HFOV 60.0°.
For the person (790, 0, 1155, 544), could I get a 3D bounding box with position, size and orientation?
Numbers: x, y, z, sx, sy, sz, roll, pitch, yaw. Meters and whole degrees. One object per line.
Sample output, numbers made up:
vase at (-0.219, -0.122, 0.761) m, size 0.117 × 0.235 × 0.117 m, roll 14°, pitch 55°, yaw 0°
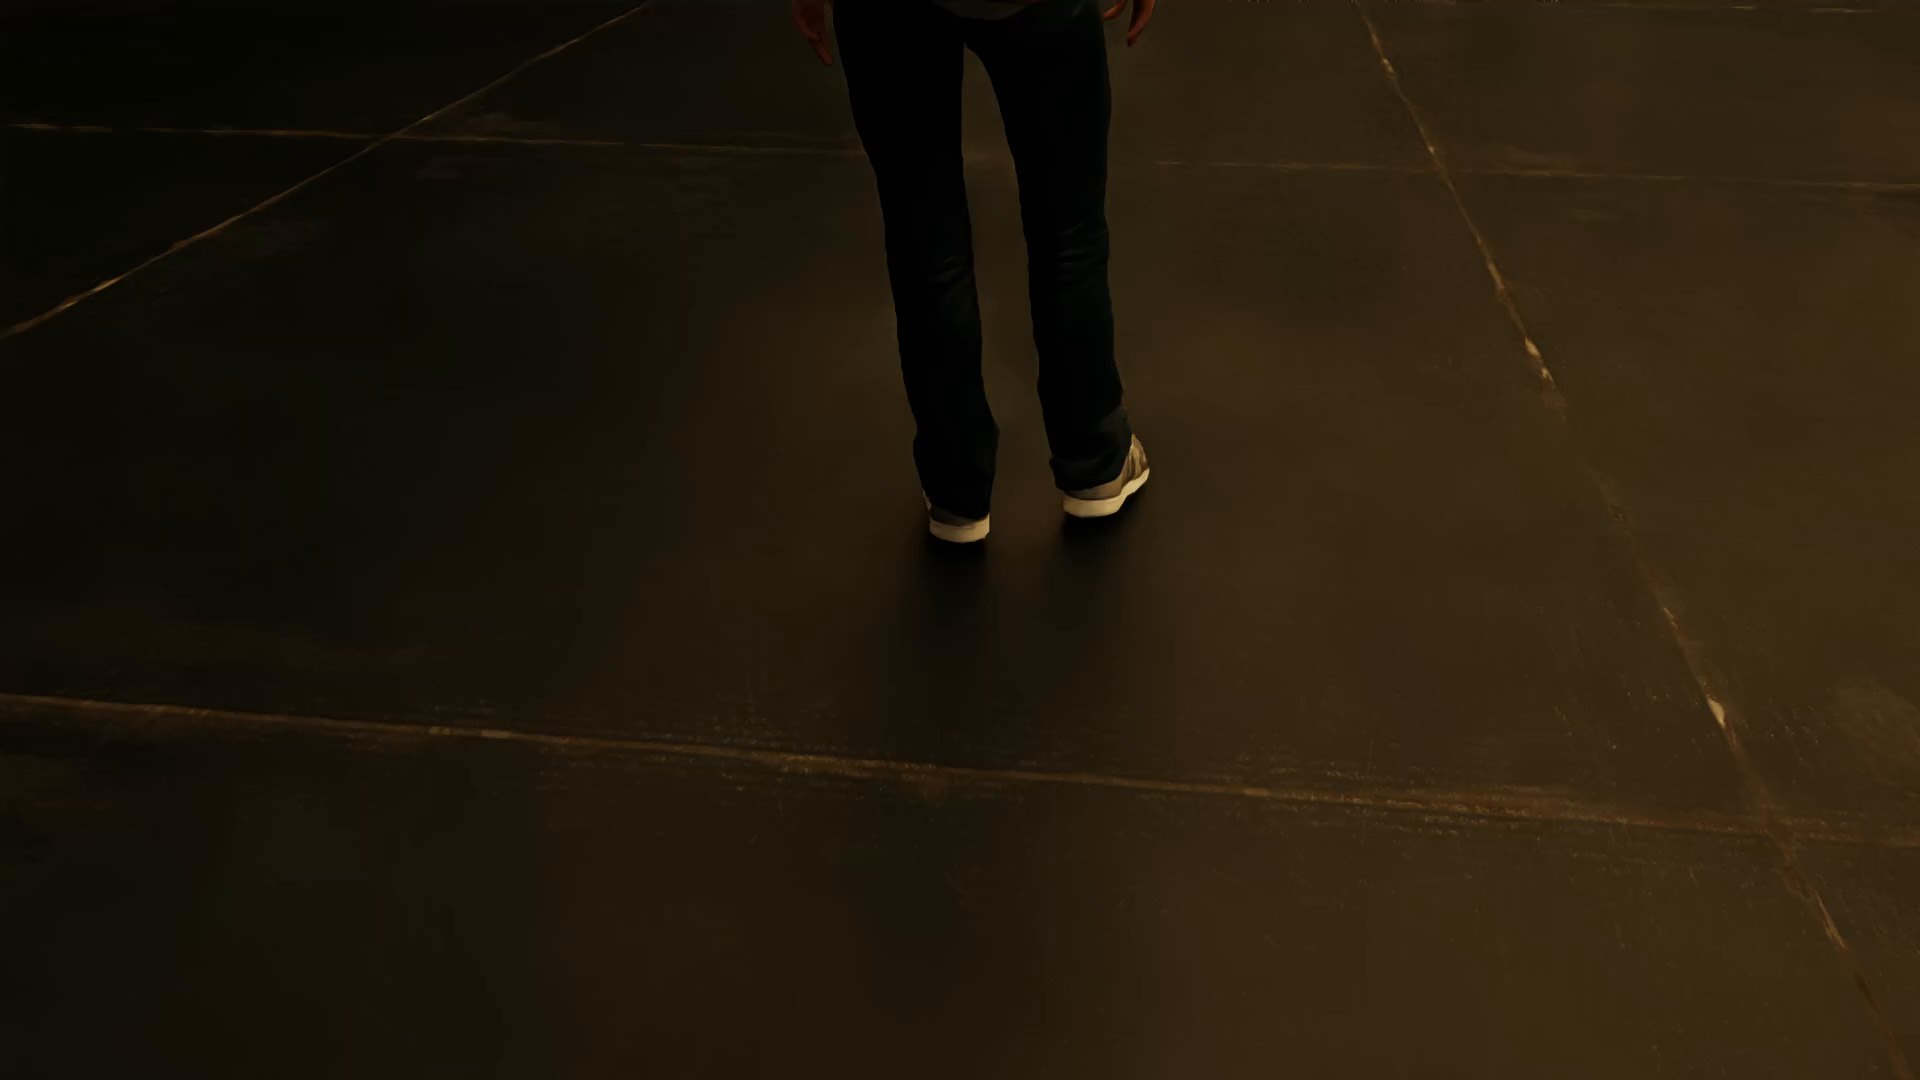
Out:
person at (0.024, -0.753, 2.205) m, size 0.520 × 1.597 × 0.474 m, roll 3°, pitch 27°, yaw 7°
